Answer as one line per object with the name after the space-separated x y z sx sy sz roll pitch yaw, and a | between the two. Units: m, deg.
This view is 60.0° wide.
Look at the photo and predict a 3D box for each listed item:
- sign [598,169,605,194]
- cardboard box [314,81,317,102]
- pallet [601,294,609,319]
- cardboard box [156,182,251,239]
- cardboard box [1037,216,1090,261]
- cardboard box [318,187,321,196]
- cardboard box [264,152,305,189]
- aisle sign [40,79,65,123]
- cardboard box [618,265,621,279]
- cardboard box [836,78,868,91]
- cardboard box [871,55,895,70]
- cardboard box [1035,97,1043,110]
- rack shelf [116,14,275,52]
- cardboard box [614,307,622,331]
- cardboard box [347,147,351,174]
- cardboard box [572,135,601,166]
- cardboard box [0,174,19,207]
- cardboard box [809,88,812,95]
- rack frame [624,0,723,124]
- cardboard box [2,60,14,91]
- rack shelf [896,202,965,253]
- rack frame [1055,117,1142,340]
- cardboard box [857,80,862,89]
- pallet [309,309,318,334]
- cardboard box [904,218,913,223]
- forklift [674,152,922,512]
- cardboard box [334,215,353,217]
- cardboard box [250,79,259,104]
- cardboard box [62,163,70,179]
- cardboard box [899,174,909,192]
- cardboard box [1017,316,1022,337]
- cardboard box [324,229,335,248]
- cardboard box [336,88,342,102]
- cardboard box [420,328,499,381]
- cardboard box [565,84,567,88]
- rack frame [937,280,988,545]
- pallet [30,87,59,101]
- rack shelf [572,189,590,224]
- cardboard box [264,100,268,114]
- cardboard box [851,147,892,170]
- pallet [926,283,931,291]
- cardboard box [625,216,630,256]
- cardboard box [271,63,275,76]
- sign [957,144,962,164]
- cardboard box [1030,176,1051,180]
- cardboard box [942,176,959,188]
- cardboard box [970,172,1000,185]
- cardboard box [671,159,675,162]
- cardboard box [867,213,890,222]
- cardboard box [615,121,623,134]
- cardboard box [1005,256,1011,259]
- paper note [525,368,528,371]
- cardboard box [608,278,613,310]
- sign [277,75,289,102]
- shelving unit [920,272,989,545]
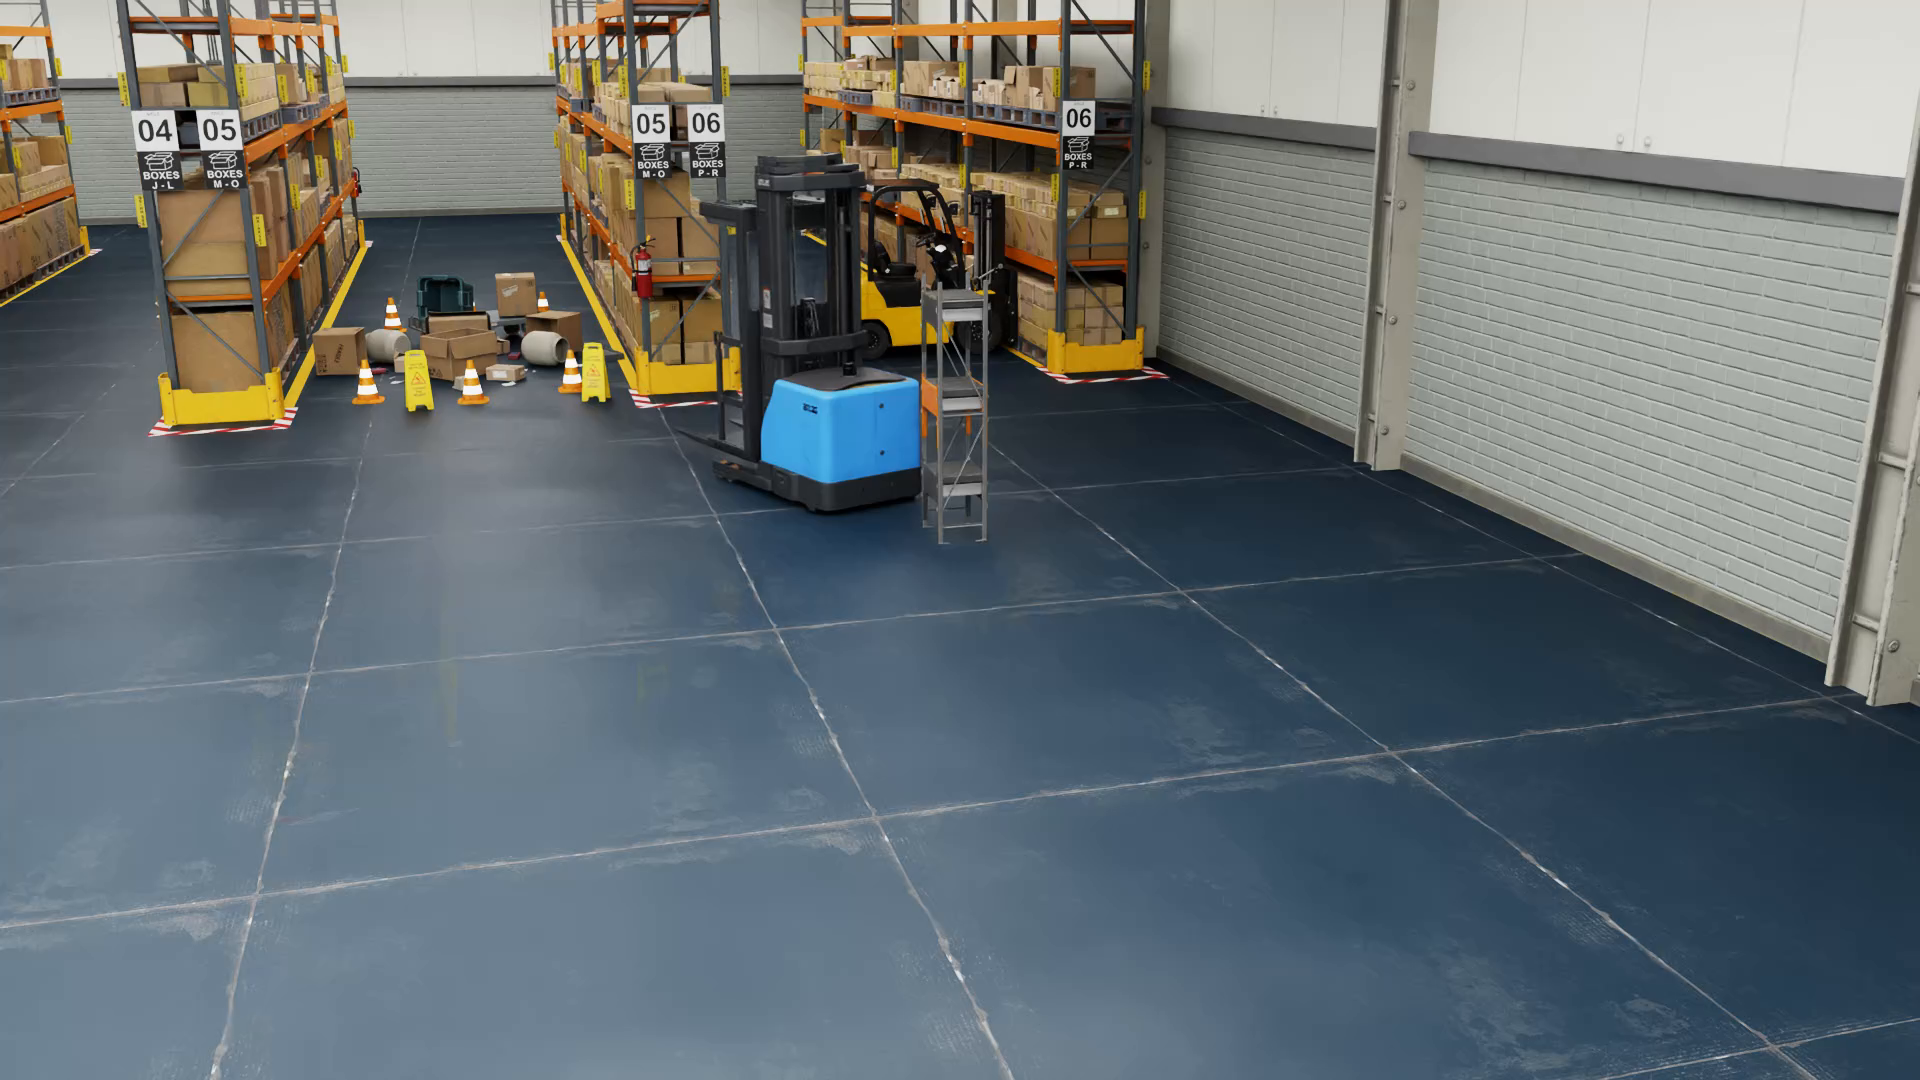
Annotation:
-4.747 -4.771 22.109 0.100 0.325 0.005 -5 17 -15 | sign
-10.090 -6.750 25.321 0.500 0.500 0.500 -5 17 -15 | cardboard box
-4.768 -3.479 24.668 1.003 0.211 1.213 -5 17 -15 | pallet
-8.151 -3.575 18.003 0.875 0.550 0.550 -5 17 -15 | cardboard box
1.269 -3.712 20.421 0.500 0.500 0.500 -5 17 -16 | cardboard box
-10.273 -5.466 26.142 0.380 0.149 0.250 -4 17 -13 | cardboard box
-9.931 -5.350 24.138 0.700 0.500 0.500 -5 17 -16 | cardboard box
-16.772 -8.086 30.638 0.394 0.787 0.004 -5 17 -15 | aisle sign
-4.192 -3.450 21.341 0.380 0.149 0.250 -4 17 -13 | cardboard box
-2.015 -8.489 31.027 0.500 0.250 0.500 -5 17 -15 | cardboard box
-1.387 -8.624 30.031 0.396 0.266 0.258 -5 17 -15 | cardboard box
1.137 -5.319 20.265 0.380 0.149 0.250 -5 17 -17 | cardboard box
-8.396 -5.626 18.486 1.077 0.370 4.000 -5 17 -15 | rack shelf
-4.312 -2.961 22.146 0.500 0.250 0.500 -6 18 -18 | cardboard box
-11.736 -7.105 31.201 0.500 0.500 0.500 -5 17 -16 | cardboard box
-6.402 -6.718 28.692 0.500 0.500 0.500 -5 17 -16 | cardboard box
-15.550 -5.631 26.810 0.500 0.500 0.500 -5 17 -15 | cardboard box
-2.876 -9.184 34.035 0.380 0.149 0.250 -4 17 -14 | cardboard box
-3.115 -6.028 17.879 1.000 3.000 0.127 -5 17 -15 | rack frame
-16.357 -7.785 27.864 0.700 0.500 0.500 -4 17 -12 | cardboard box
0.008 -4.864 25.680 1.077 0.370 4.000 -5 17 -15 | rack shelf
1.657 -3.549 20.052 1.000 3.000 0.127 -5 17 -15 | rack frame
-1.597 -7.966 29.076 0.380 0.149 0.250 -4 17 -14 | cardboard box
-9.569 -3.052 23.247 1.003 0.211 1.213 -5 17 -15 | pallet
-0.792 -5.598 29.363 0.380 0.149 0.250 -5 17 -15 | cardboard box
-1.626 -2.005 15.031 1.130 2.935 3.031 -12 21 -36 | forklift
-11.855 -6.156 31.923 0.380 0.149 0.250 -4 17 -15 | cardboard box
-8.012 -4.926 18.262 0.500 0.250 0.500 -5 17 -16 | cardboard box
-16.652 -6.755 30.469 0.500 0.250 0.500 -5 17 -16 | cardboard box
-0.679 -5.785 26.889 0.500 0.250 0.500 -5 17 -15 | cardboard box
0.967 -2.815 21.660 0.500 0.250 0.500 -5 17 -15 | cardboard box
-10.265 -4.800 26.529 0.500 0.250 0.500 -5 17 -15 | cardboard box
-11.429 -7.997 29.908 0.500 0.250 0.500 -4 17 -13 | cardboard box
-6.032 -2.245 20.052 0.637 0.503 0.797 11 20 32 | cardboard box
-6.896 -8.247 29.809 0.396 0.266 0.258 -4 17 -13 | cardboard box
0.022 -0.984 13.078 0.400 2.100 0.015 -5 17 -15 | rack frame
-16.826 -7.987 29.768 1.003 0.211 1.213 -5 17 -15 | pallet
-5.863 -5.577 28.054 1.077 0.370 4.000 -5 17 -15 | rack shelf
-8.187 -4.980 19.135 0.380 0.149 0.250 -5 17 -16 | cardboard box
-1.581 -6.822 30.046 0.700 0.500 0.500 -5 17 -15 | cardboard box
-0.022 -3.858 25.930 1.003 0.211 1.213 -5 17 -15 | pallet
-3.662 -3.613 19.574 0.500 0.500 0.500 -5 17 -15 | cardboard box
-8.539 -5.713 20.191 0.380 0.149 0.250 -5 17 -16 | cardboard box
-0.009 -6.361 27.401 0.100 0.325 0.005 -5 17 -15 | sign
1.179 -4.883 22.674 0.380 0.149 0.250 -5 17 -16 | cardboard box
-0.055 -5.295 24.563 0.380 0.149 0.250 -5 18 -17 | cardboard box
0.360 -5.044 23.213 0.380 0.149 0.250 -4 17 -14 | cardboard box
-4.003 -5.122 22.740 0.380 0.149 0.250 -5 17 -15 | cardboard box
-1.478 -5.847 30.190 0.380 0.149 0.250 -5 17 -16 | cardboard box
-3.947 -4.969 20.004 0.380 0.149 0.250 -5 17 -16 | cardboard box
0.879 -3.897 23.524 0.500 0.250 0.500 -4 17 -14 | cardboard box
-5.378 -2.079 20.339 0.148 0.019 0.142 1 17 4 | paper note
-4.562 -3.548 23.886 0.950 0.372 0.625 -4 17 -12 | cardboard box
-8.413 -5.609 20.659 0.100 0.325 0.005 -5 17 -15 | sign
-0.045 -1.051 13.302 0.431 2.100 0.503 -5 17 -15 | shelving unit
